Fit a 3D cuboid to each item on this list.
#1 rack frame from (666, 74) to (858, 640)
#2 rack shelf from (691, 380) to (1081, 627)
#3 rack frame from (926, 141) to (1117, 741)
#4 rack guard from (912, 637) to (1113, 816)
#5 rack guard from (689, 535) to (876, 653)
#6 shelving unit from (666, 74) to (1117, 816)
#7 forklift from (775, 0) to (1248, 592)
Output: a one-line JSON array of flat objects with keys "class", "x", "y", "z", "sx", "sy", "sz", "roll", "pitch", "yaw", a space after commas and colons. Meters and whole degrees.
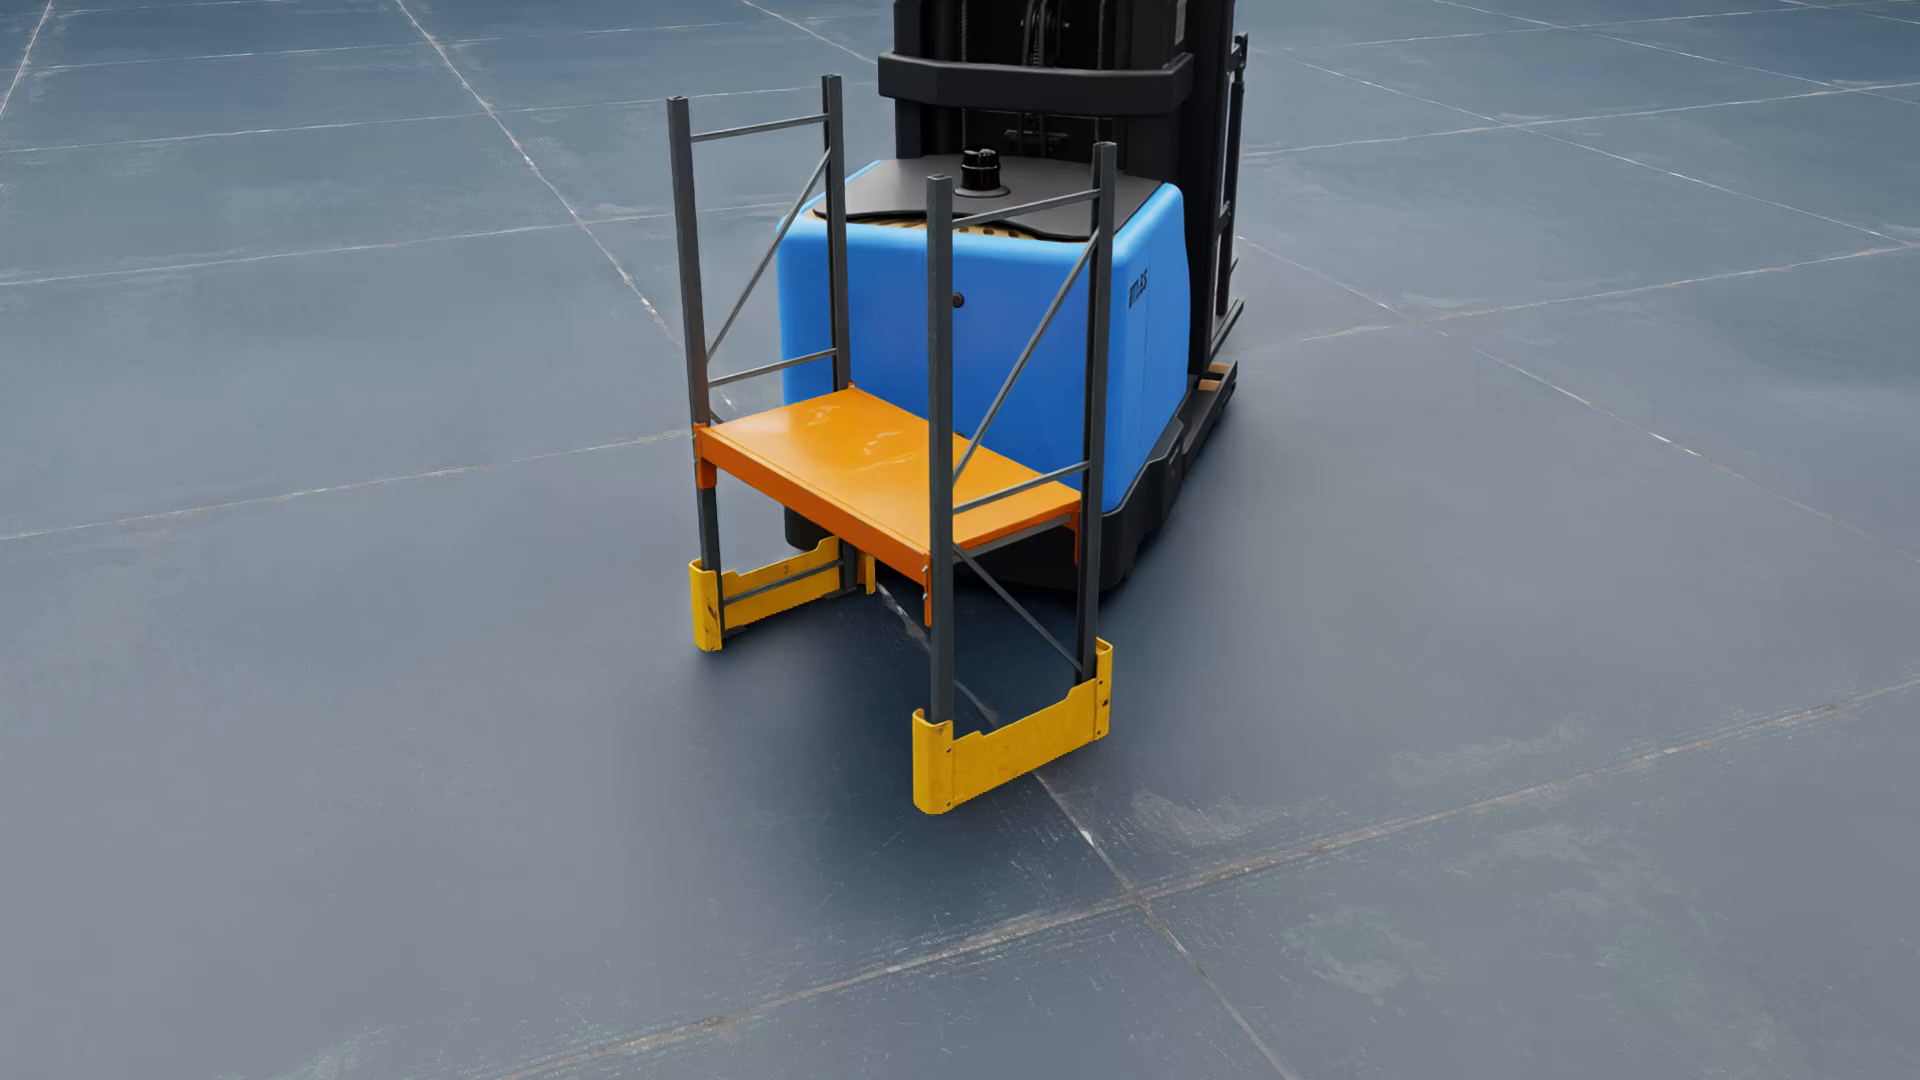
[{"class": "rack frame", "x": -0.508, "y": -0.460, "z": 4.482, "sx": 0.500, "sy": 1.500, "sz": 0.032, "roll": -20, "pitch": 32, "yaw": -35}, {"class": "rack shelf", "x": -0.186, "y": -0.125, "z": 4.207, "sx": 0.538, "sy": 0.185, "sz": 1.000, "roll": -20, "pitch": 32, "yaw": -35}, {"class": "rack frame", "x": 0.136, "y": -0.114, "z": 3.775, "sx": 0.500, "sy": 1.500, "sz": 0.032, "roll": -20, "pitch": 32, "yaw": -35}, {"class": "rack guard", "x": 0.135, "y": 0.447, "z": 4.050, "sx": 0.587, "sy": 0.250, "sz": 0.087, "roll": -20, "pitch": 32, "yaw": -35}, {"class": "rack guard", "x": -0.496, "y": 0.109, "z": 4.743, "sx": 0.587, "sy": 0.250, "sz": 0.087, "roll": -20, "pitch": 32, "yaw": -35}, {"class": "shelving unit", "x": -0.180, "y": -0.284, "z": 4.122, "sx": 0.587, "sy": 1.500, "sz": 1.083, "roll": -20, "pitch": 32, "yaw": -35}, {"class": "forklift", "x": 0.414, "y": -1.791, "z": 5.577, "sx": 1.130, "sy": 2.935, "sz": 3.031, "roll": 8, "pitch": 27, "yaw": 17}]
